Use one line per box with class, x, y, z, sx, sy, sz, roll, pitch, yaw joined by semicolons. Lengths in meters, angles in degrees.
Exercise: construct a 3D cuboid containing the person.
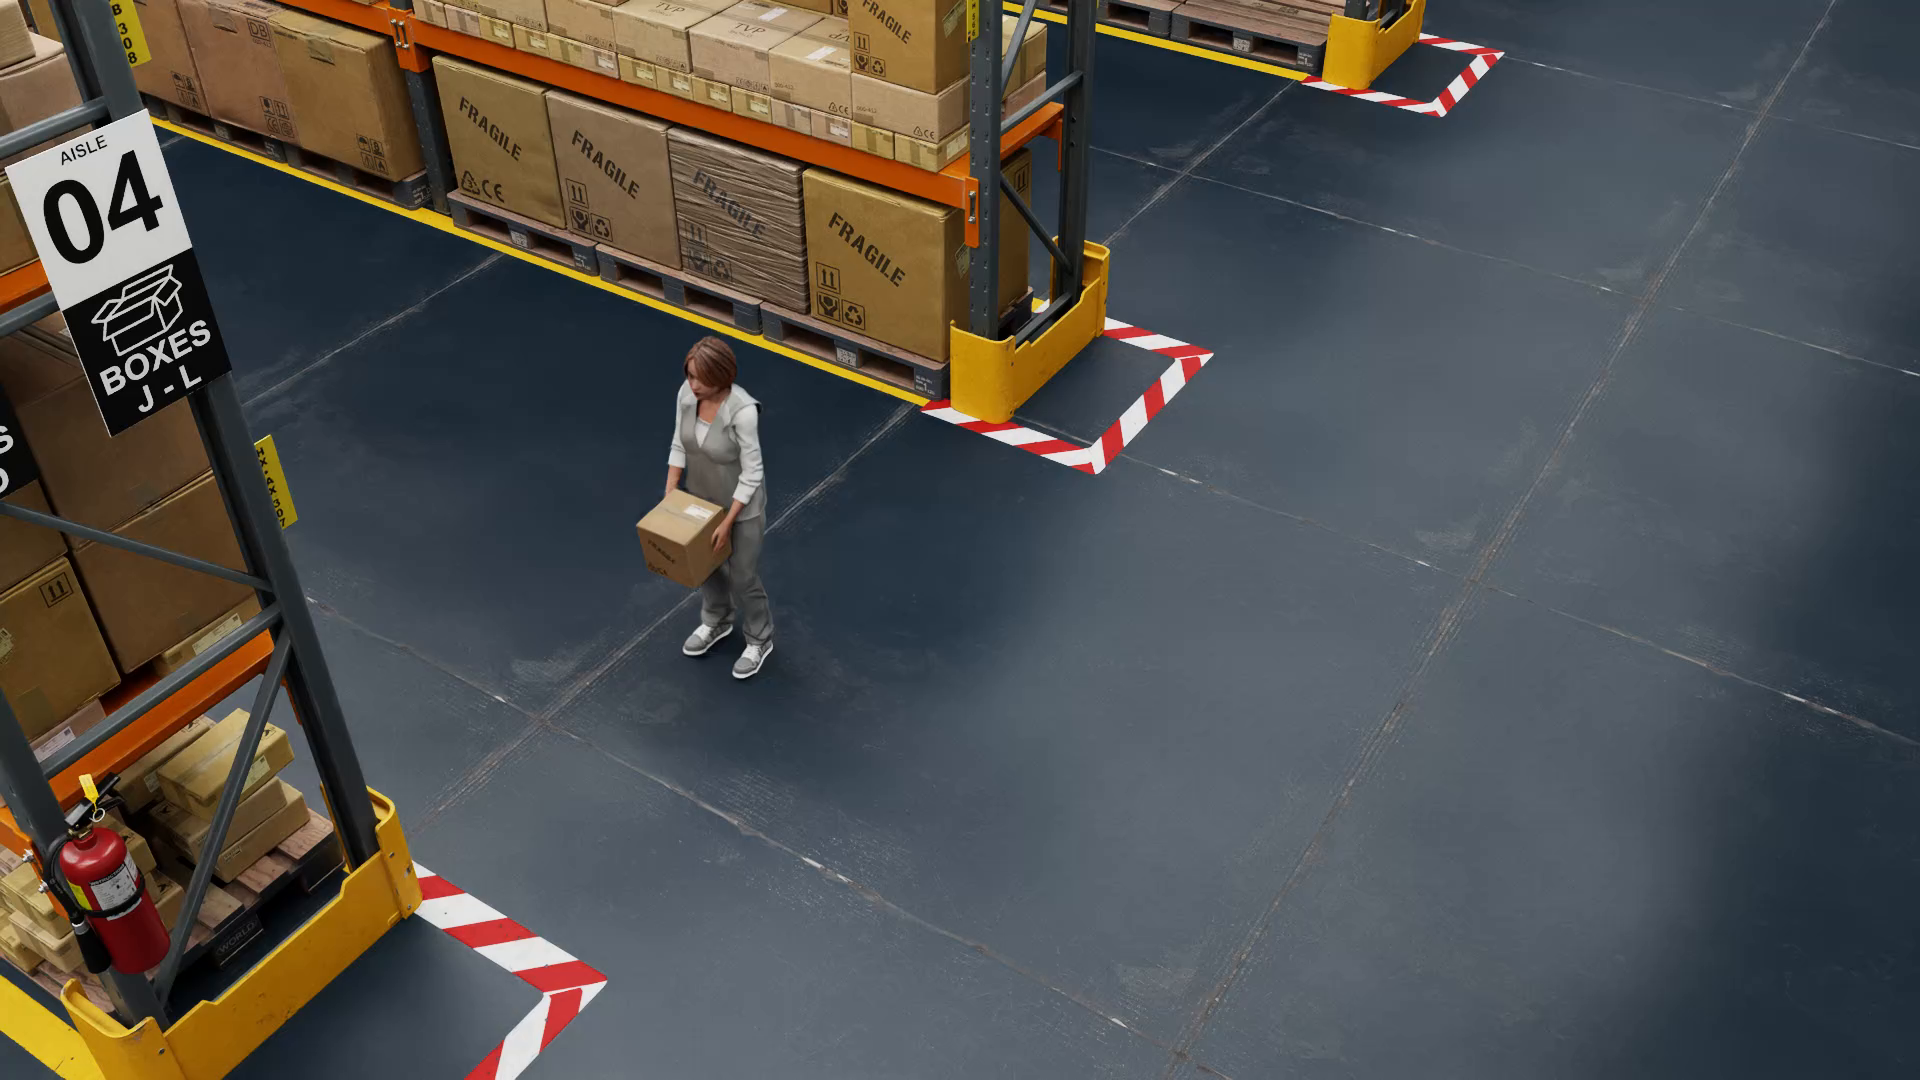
person;-0.994;-0.120;6.827;0.444;1.603;0.411;21;44;24
